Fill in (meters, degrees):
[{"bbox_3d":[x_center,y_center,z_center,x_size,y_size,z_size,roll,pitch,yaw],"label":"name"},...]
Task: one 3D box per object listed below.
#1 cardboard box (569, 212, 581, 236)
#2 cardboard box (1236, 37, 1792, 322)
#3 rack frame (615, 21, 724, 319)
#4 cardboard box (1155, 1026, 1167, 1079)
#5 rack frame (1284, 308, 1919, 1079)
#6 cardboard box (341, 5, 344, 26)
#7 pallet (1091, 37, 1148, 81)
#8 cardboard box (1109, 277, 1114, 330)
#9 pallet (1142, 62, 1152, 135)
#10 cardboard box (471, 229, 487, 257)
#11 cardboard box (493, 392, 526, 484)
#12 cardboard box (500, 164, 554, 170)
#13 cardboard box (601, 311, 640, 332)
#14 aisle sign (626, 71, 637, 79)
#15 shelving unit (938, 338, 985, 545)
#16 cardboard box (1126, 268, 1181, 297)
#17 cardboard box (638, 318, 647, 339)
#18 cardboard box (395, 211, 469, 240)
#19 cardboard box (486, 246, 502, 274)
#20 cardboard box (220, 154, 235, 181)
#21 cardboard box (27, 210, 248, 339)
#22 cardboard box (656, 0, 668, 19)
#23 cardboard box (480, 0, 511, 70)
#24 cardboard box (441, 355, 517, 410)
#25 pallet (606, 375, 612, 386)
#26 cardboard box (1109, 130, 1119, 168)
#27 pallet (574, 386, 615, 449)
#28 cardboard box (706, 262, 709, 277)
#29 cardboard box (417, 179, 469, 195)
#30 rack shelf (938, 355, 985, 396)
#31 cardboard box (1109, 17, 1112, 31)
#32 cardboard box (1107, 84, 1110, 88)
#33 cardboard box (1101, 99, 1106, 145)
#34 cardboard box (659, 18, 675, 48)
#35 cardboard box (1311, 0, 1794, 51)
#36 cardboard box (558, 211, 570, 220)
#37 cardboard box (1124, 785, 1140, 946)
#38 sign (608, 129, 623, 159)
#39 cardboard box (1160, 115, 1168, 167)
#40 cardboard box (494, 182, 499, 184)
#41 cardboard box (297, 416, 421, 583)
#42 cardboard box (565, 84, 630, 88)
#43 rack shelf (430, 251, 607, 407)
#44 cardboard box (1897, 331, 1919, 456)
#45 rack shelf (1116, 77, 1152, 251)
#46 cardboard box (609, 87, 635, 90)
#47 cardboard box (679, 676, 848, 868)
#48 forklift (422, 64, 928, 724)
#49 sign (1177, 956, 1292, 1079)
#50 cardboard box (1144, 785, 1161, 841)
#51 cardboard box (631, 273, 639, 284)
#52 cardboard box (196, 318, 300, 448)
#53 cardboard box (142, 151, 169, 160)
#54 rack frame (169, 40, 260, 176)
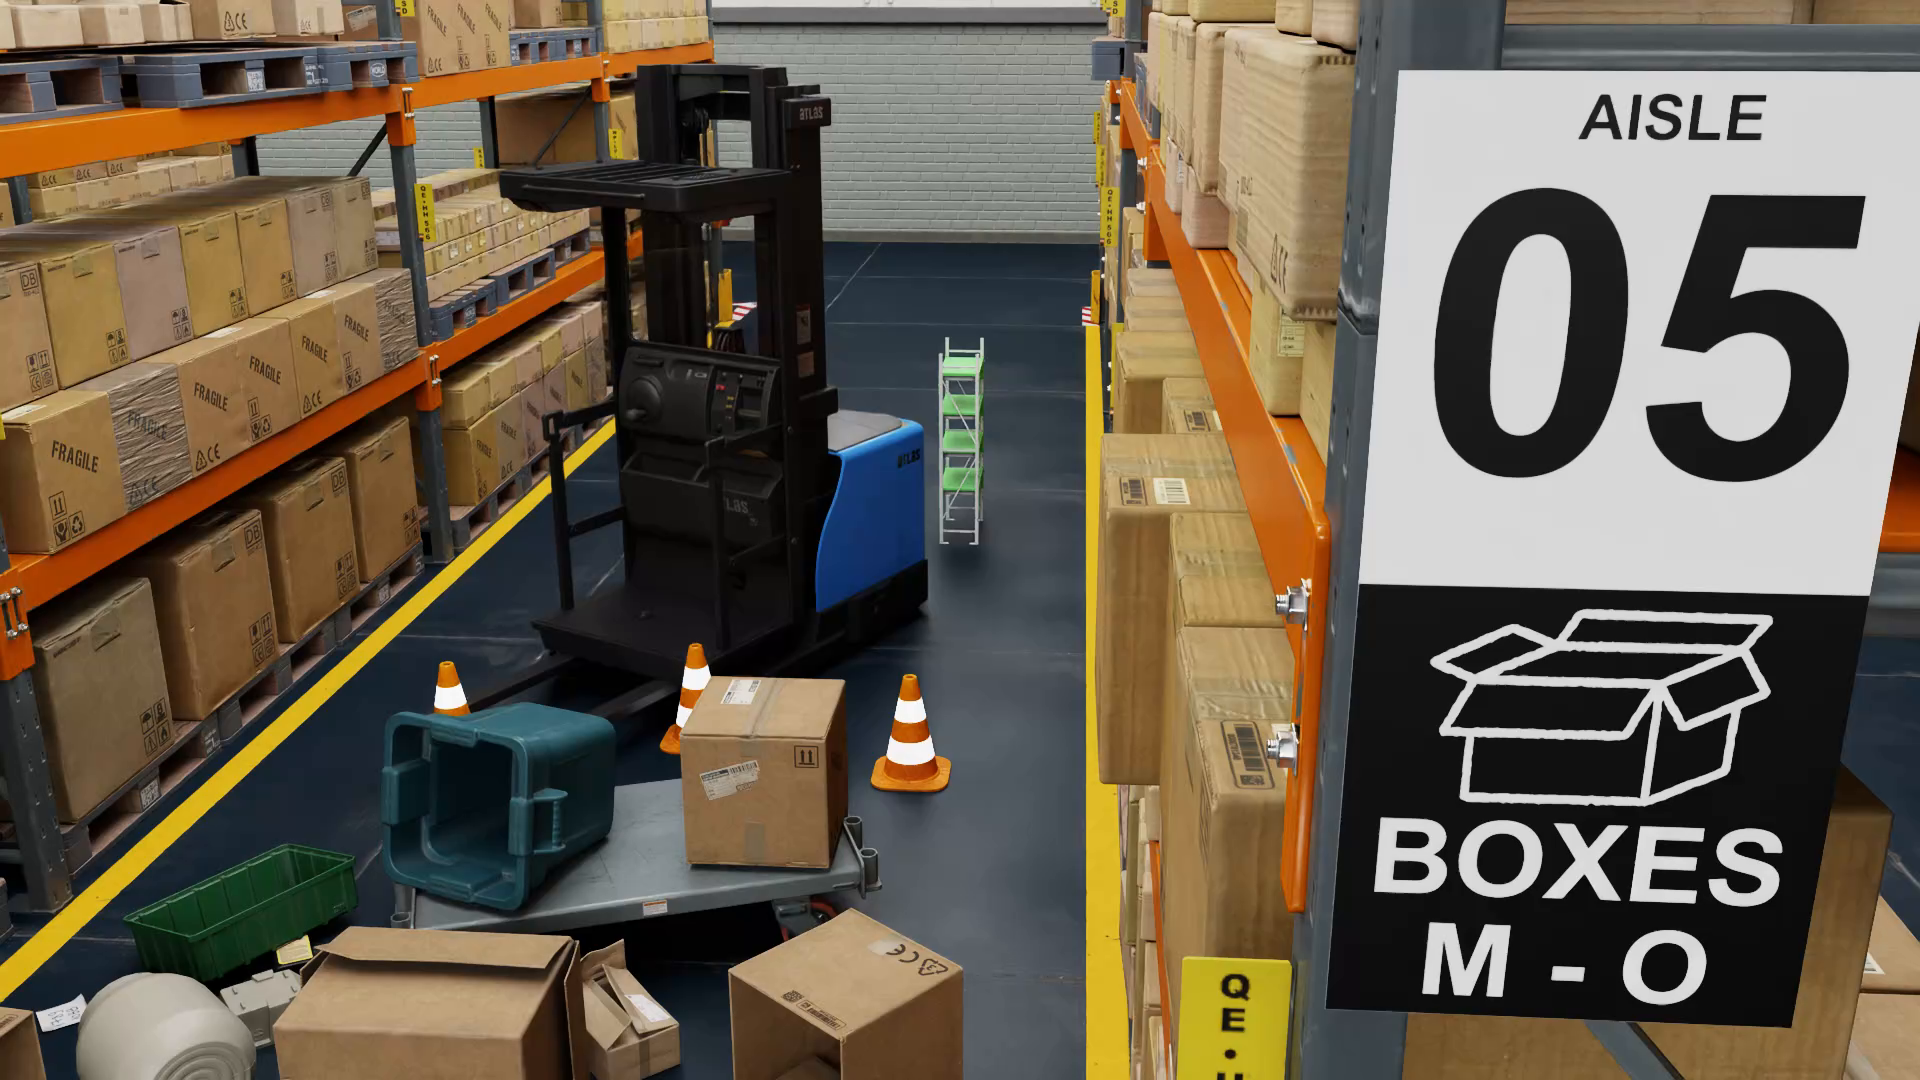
[{"bbox_3d":[-3.125,-2.417,12.711,0.380,0.149,0.250,1,18,4],"label":"cardboard box"},{"bbox_3d":[0.576,-0.400,1.771,0.500,0.250,0.500,1,18,3],"label":"cardboard box"},{"bbox_3d":[-2.990,-3.787,17.165,1.000,3.000,0.127,1,18,4],"label":"rack frame"},{"bbox_3d":[0.606,1.173,3.520,0.380,0.149,0.250,2,18,6],"label":"cardboard box"},{"bbox_3d":[0.808,1.261,1.758,1.000,3.000,0.127,1,18,4],"label":"rack frame"},{"bbox_3d":[-3.387,-2.673,8.488,0.380,0.166,0.250,1,18,4],"label":"cardboard box"},{"bbox_3d":[1.375,-2.761,9.517,1.213,0.211,1.003,2,18,6],"label":"pallet"},{"bbox_3d":[1.180,-1.474,10.346,0.500,0.250,0.500,2,18,5],"label":"cardboard box"},{"bbox_3d":[1.245,-1.507,5.689,1.213,0.211,1.003,1,18,4],"label":"pallet"},{"bbox_3d":[-3.277,-1.916,10.703,0.380,0.149,0.250,1,18,4],"label":"cardboard box"},{"bbox_3d":[-3.225,-0.685,11.035,0.500,0.500,0.500,1,18,5],"label":"cardboard box"},{"bbox_3d":[-3.523,-2.891,13.789,0.500,0.500,0.500,1,18,4],"label":"cardboard box"},{"bbox_3d":[-2.966,-1.859,14.228,0.380,0.149,0.250,2,18,7],"label":"cardboard box"},{"bbox_3d":[-3.284,-5.052,16.849,0.394,0.787,0.004,1,18,4],"label":"aisle sign"},{"bbox_3d":[0.012,-0.622,10.393,0.258,1.200,0.503,1,18,4],"label":"shelving unit"},{"bbox_3d":[0.847,-0.514,4.929,0.700,0.500,0.500,1,18,3],"label":"cardboard box"},{"bbox_3d":[-2.999,-1.878,14.762,0.380,0.149,0.250,0,18,1],"label":"cardboard box"},{"bbox_3d":[-3.298,-1.965,10.375,0.380,0.149,0.250,1,18,4],"label":"cardboard box"},{"bbox_3d":[-3.257,-1.851,10.984,0.380,0.149,0.250,2,18,6],"label":"cardboard box"},{"bbox_3d":[-7.700,-3.843,17.098,0.500,0.250,0.500,1,18,3],"label":"cardboard box"},{"bbox_3d":[-3.711,-1.211,7.535,0.700,0.500,0.500,1,18,3],"label":"cardboard box"},{"bbox_3d":[-2.891,-4.756,14.741,0.500,0.250,0.500,0,18,2],"label":"cardboard box"},{"bbox_3d":[-3.197,-3.258,10.571,0.500,0.500,0.500,1,18,4],"label":"cardboard box"},{"bbox_3d":[-3.236,-1.037,10.907,0.500,0.250,0.500,1,18,3],"label":"cardboard box"},{"bbox_3d":[-3.263,-1.429,14.446,1.003,0.211,1.213,1,18,4],"label":"pallet"},{"bbox_3d":[1.341,-2.700,12.079,0.500,0.500,0.500,1,18,4],"label":"cardboard box"},{"bbox_3d":[-3.331,-0.978,13.069,1.003,0.211,1.213,1,18,4],"label":"pallet"},{"bbox_3d":[-2.775,-2.745,16.931,0.380,0.149,0.250,1,18,5],"label":"cardboard box"},{"bbox_3d":[-3.819,-2.552,12.168,0.380,0.149,0.250,1,18,3],"label":"cardboard box"},{"bbox_3d":[0.012,-1.017,10.264,0.258,0.148,0.480,1,18,4],"label":"rack shelf"},{"bbox_3d":[1.228,-3.595,11.460,0.380,0.166,0.250,0,18,0],"label":"cardboard box"},{"bbox_3d":[1.572,-4.192,15.591,0.380,0.149,0.250,1,18,2],"label":"cardboard box"},{"bbox_3d":[1.606,-3.928,15.826,0.500,0.500,0.500,1,18,2],"label":"cardboard box"},{"bbox_3d":[-2.855,-4.516,14.813,0.500,0.250,0.500,2,18,6],"label":"cardboard box"},{"bbox_3d":[0.538,-0.536,1.546,0.380,0.149,0.250,1,18,4],"label":"cardboard box"},{"bbox_3d":[-3.146,-2.480,12.425,0.380,0.149,0.250,2,18,6],"label":"cardboard box"},{"bbox_3d":[0.783,0.947,5.254,0.500,0.500,0.500,2,18,7],"label":"cardboard box"},{"bbox_3d":[-2.723,-3.084,13.158,0.100,0.325,0.005,1,18,4],"label":"sign"},{"bbox_3d":[0.751,-1.116,4.598,0.380,0.149,0.250,1,18,4],"label":"cardboard box"},{"bbox_3d":[-3.168,-2.534,12.112,0.380,0.149,0.250,1,18,4],"label":"cardboard box"},{"bbox_3d":[-3.696,-0.246,9.296,1.050,0.750,0.750,1,18,3],"label":"cardboard box"},{"bbox_3d":[-3.376,-4.000,15.569,0.500,0.500,0.500,1,18,3],"label":"cardboard box"},{"bbox_3d":[-3.420,-1.582,11.590,1.077,0.370,4.000,1,18,4],"label":"rack shelf"},{"bbox_3d":[1.156,-0.141,1.622,0.380,0.149,0.250,1,18,4],"label":"cardboard box"},{"bbox_3d":[1.238,-1.686,7.090,1.077,0.370,4.000,1,18,4],"label":"rack shelf"},{"bbox_3d":[-2.874,-3.820,15.021,0.500,0.500,0.500,1,18,2],"label":"cardboard box"},{"bbox_3d":[-0.683,0.816,5.913,0.500,0.500,0.500,1,18,4],"label":"cardboard box"},{"bbox_3d":[-1.379,-0.697,7.844,1.130,2.935,3.031,11,21,30],"label":"forklift"},{"bbox_3d":[0.256,0.542,1.585,0.100,0.325,0.005,1,18,4],"label":"sign"},{"bbox_3d":[0.651,0.626,4.100,0.380,0.149,0.250,1,18,4],"label":"cardboard box"},{"bbox_3d":[-3.347,-2.517,16.237,0.380,0.149,0.250,0,18,1],"label":"cardboard box"},{"bbox_3d":[-3.433,-0.735,7.688,0.500,0.500,0.500,2,18,5],"label":"cardboard box"},{"bbox_3d":[-8.269,-4.058,16.548,0.500,0.500,0.500,1,18,3],"label":"cardboard box"},{"bbox_3d":[-7.930,-3.930,17.598,1.000,3.000,0.127,1,18,4],"label":"rack frame"}]
